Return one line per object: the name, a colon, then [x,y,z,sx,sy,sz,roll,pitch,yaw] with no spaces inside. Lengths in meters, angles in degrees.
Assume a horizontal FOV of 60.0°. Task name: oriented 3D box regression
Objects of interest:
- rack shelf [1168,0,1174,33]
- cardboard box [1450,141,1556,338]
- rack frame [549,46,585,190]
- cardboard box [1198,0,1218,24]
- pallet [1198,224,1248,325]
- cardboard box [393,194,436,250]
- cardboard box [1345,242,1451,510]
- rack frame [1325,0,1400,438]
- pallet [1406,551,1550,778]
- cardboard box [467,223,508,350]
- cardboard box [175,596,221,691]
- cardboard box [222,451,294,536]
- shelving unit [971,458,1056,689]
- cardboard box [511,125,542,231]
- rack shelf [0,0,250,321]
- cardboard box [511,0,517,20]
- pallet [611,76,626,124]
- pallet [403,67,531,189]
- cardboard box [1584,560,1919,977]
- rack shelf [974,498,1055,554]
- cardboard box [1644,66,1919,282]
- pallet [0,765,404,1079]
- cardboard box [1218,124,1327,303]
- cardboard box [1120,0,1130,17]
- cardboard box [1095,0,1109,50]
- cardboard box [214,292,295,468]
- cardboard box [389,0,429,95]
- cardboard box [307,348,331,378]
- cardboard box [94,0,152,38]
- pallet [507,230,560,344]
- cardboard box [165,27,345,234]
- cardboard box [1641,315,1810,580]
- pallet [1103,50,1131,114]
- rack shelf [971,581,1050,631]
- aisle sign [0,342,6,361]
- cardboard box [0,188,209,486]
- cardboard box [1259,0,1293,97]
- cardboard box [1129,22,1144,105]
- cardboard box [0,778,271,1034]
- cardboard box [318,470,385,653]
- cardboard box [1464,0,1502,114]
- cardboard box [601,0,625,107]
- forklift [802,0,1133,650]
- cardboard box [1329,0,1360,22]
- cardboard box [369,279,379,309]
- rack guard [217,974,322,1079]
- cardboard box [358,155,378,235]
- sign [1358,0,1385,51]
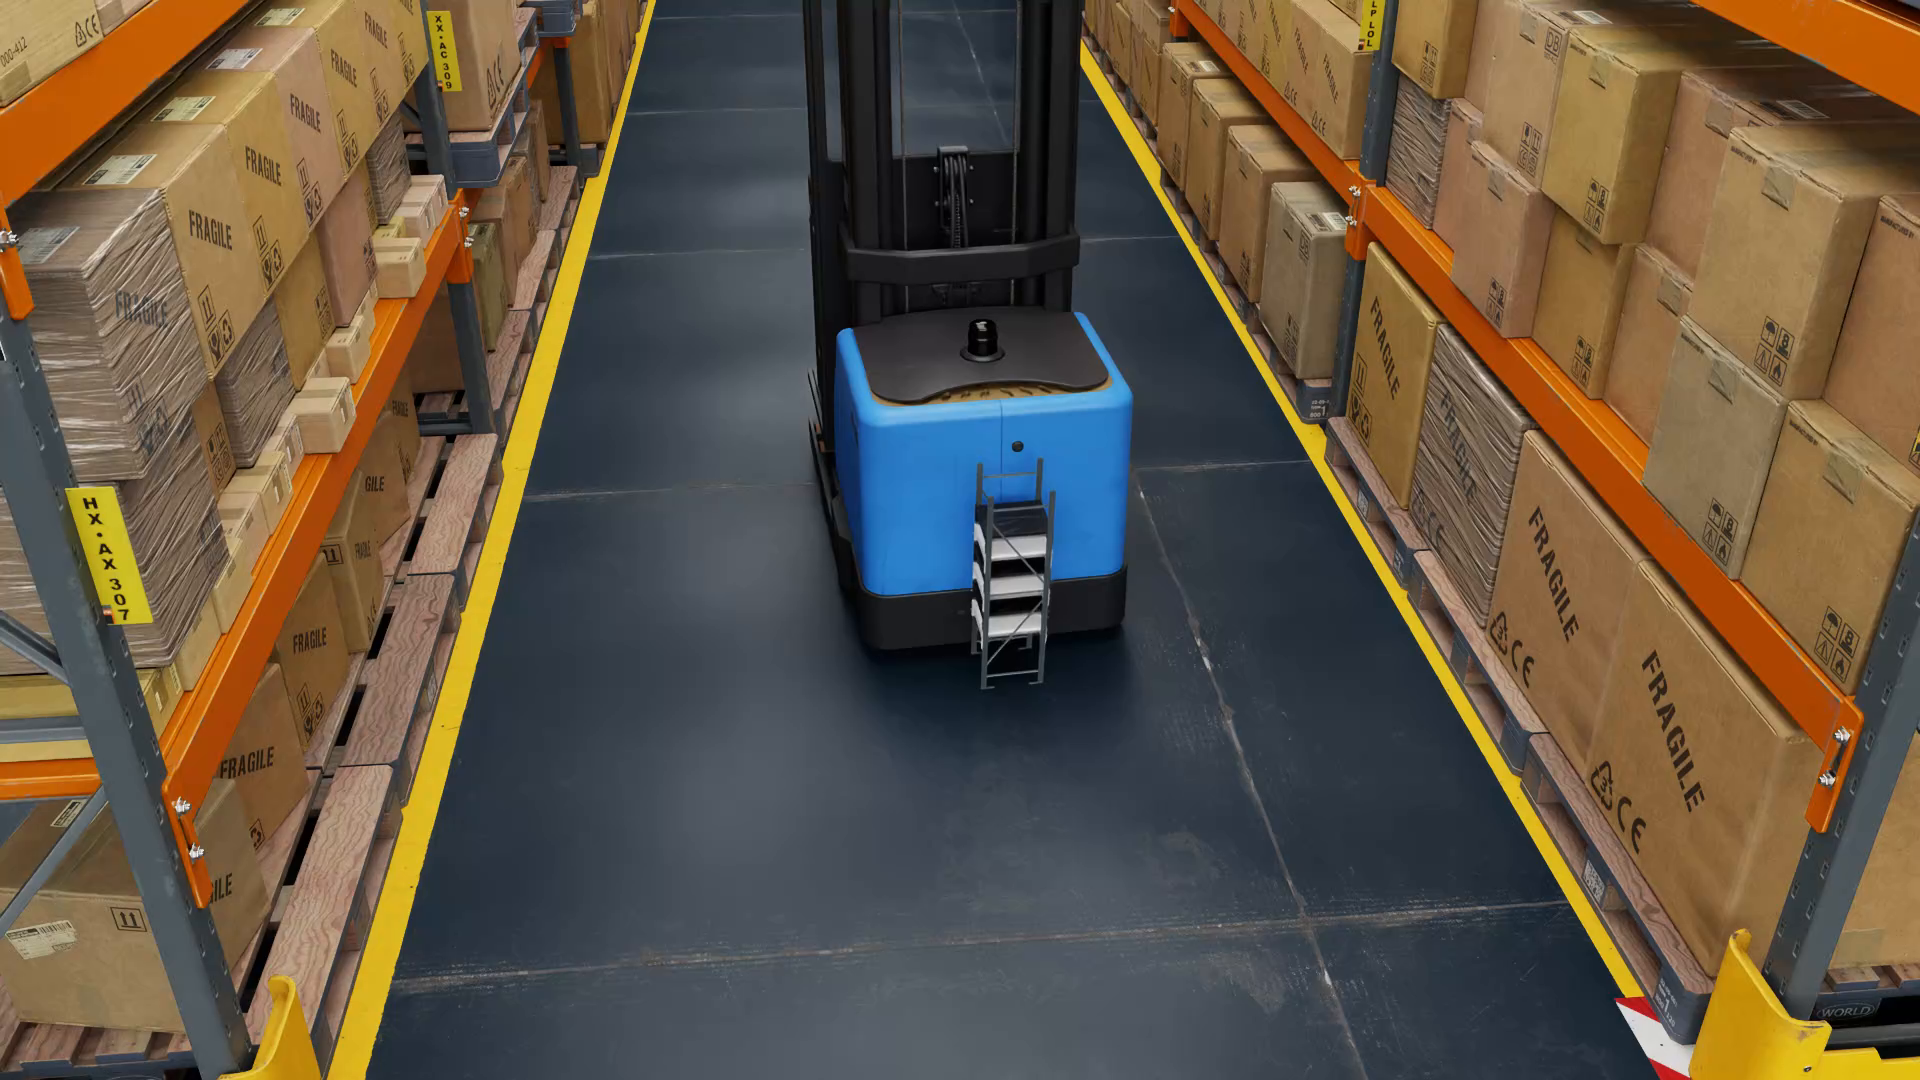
rack shelf: [1.722,-4.549,12.643,1.077,0.370,4.000,-3,31,-5]
cardboard box: [2.336,-1.110,6.038,0.875,0.550,0.550,-3,31,-5]
rack frame: [-3.039,-3.651,10.437,1.000,3.000,0.127,-3,31,-5]
cardboard box: [1.732,-3.378,9.883,0.500,0.500,0.500,-3,31,-5]
pallet: [2.018,-1.612,9.744,1.003,0.211,1.213,-3,31,-5]
cardboard box: [-2.339,-1.277,6.708,0.380,0.149,0.250,-3,31,-5]
cardboard box: [2.271,-0.739,7.224,0.875,0.875,0.875,-2,31,-4]
rack frame: [2.282,-1.795,7.330,1.000,3.000,0.127,-3,31,-5]
pallet: [2.392,0.419,6.343,1.003,0.211,1.213,-3,31,-5]
cardboard box: [-2.727,-1.284,8.482,0.700,0.500,0.500,-3,31,-5]
cardboard box: [-2.085,0.256,4.142,0.380,0.149,0.250,-3,31,-5]
cardboard box: [-2.154,-0.127,4.783,0.380,0.149,0.250,-3,31,-5]
shelving unit: [0.188,0.135,6.127,0.258,0.900,0.210,-5,38,-9]
cardboard box: [-2.892,-2.143,9.921,0.700,0.500,0.500,-5,31,-9]
rack shelf: [-2.479,-1.567,4.724,1.077,0.370,4.000,-3,31,-5]
cardboard box: [-2.615,-2.935,8.960,0.396,0.266,0.258,-4,31,-6]
pallet: [-3.149,-3.481,12.873,1.003,0.211,1.213,-3,31,-5]
pallet: [-2.592,-1.924,7.732,1.003,0.211,1.213,-3,31,-5]
cardboard box: [2.527,0.636,4.922,0.875,0.875,0.875,-3,31,-4]
rack shelf: [0.193,-0.052,5.983,0.258,0.077,0.200,-5,38,-9]
cardboard box: [2.600,-1.041,4.868,0.875,0.550,0.550,-3,31,-5]
pallet: [-2.340,1.175,5.077,1.003,0.211,1.213,-3,31,-5]
cardboard box: [2.048,-1.815,9.147,1.050,0.750,0.750,-3,31,-5]
cardboard box: [1.494,-4.120,12.520,0.500,0.250,0.500,-2,31,-3]
cardboard box: [1.391,-4.326,13.596,0.500,0.500,0.500,-1,31,-2]
cardboard box: [-2.486,-0.526,4.818,0.875,0.500,0.500,-3,31,-5]
cardboard box: [-2.350,-1.992,6.297,0.500,0.500,0.500,-3,31,-5]
cardboard box: [-2.280,-0.507,5.419,0.380,0.149,0.250,-3,31,-5]
cardboard box: [-2.134,-1.311,3.742,0.500,0.250,0.500,-3,31,-6]
pallet: [-2.857,-1.433,9.444,1.003,0.211,1.213,-3,31,-5]
cardboard box: [-2.213,-1.226,5.015,0.500,0.500,0.500,-3,31,-5]
cardboard box: [2.503,-0.284,4.654,0.875,0.550,0.550,-3,31,-5]
pallet: [1.726,-3.660,13.172,1.003,0.211,1.213,-3,31,-5]
rack shelf: [0.186,0.233,6.202,0.258,0.077,0.200,-5,38,-9]
aisle sign: [-1.987,-0.665,2.904,0.394,0.787,0.004,-3,31,-5]
cardboard box: [-2.072,-0.460,3.733,0.500,0.500,0.500,-3,31,-5]
cardboard box: [1.873,-2.607,8.593,0.500,0.500,0.500,-2,31,-4]
cardboard box: [1.542,-3.533,12.268,0.500,0.500,0.500,-2,31,-3]
cardboard box: [-2.334,1.007,4.668,0.500,0.500,0.500,3,31,5]
cardboard box: [-2.471,0.095,6.193,0.500,0.500,0.500,-5,31,-9]
cardboard box: [2.450,-1.858,6.236,0.875,0.550,0.550,-3,31,-5]
cardboard box: [-3.159,-3.728,12.229,1.225,0.875,0.875,-3,31,-4]
forklift: [-0.109,-1.576,7.030,1.130,2.935,3.031,-5,31,-9]
cardboard box: [2.180,-2.783,7.911,0.700,0.500,0.500,-3,31,-5]
cardboard box: [-2.349,-0.890,6.061,0.380,0.149,0.250,-3,31,-5]
rack guard: [-2.299,1.468,4.305,1.175,0.500,0.348,-3,31,-5]
cardboard box: [-2.673,-1.290,6.097,0.875,0.500,0.500,-3,31,-5]
sign: [1.743,-2.227,7.001,0.100,0.325,0.005,-3,31,-5]
